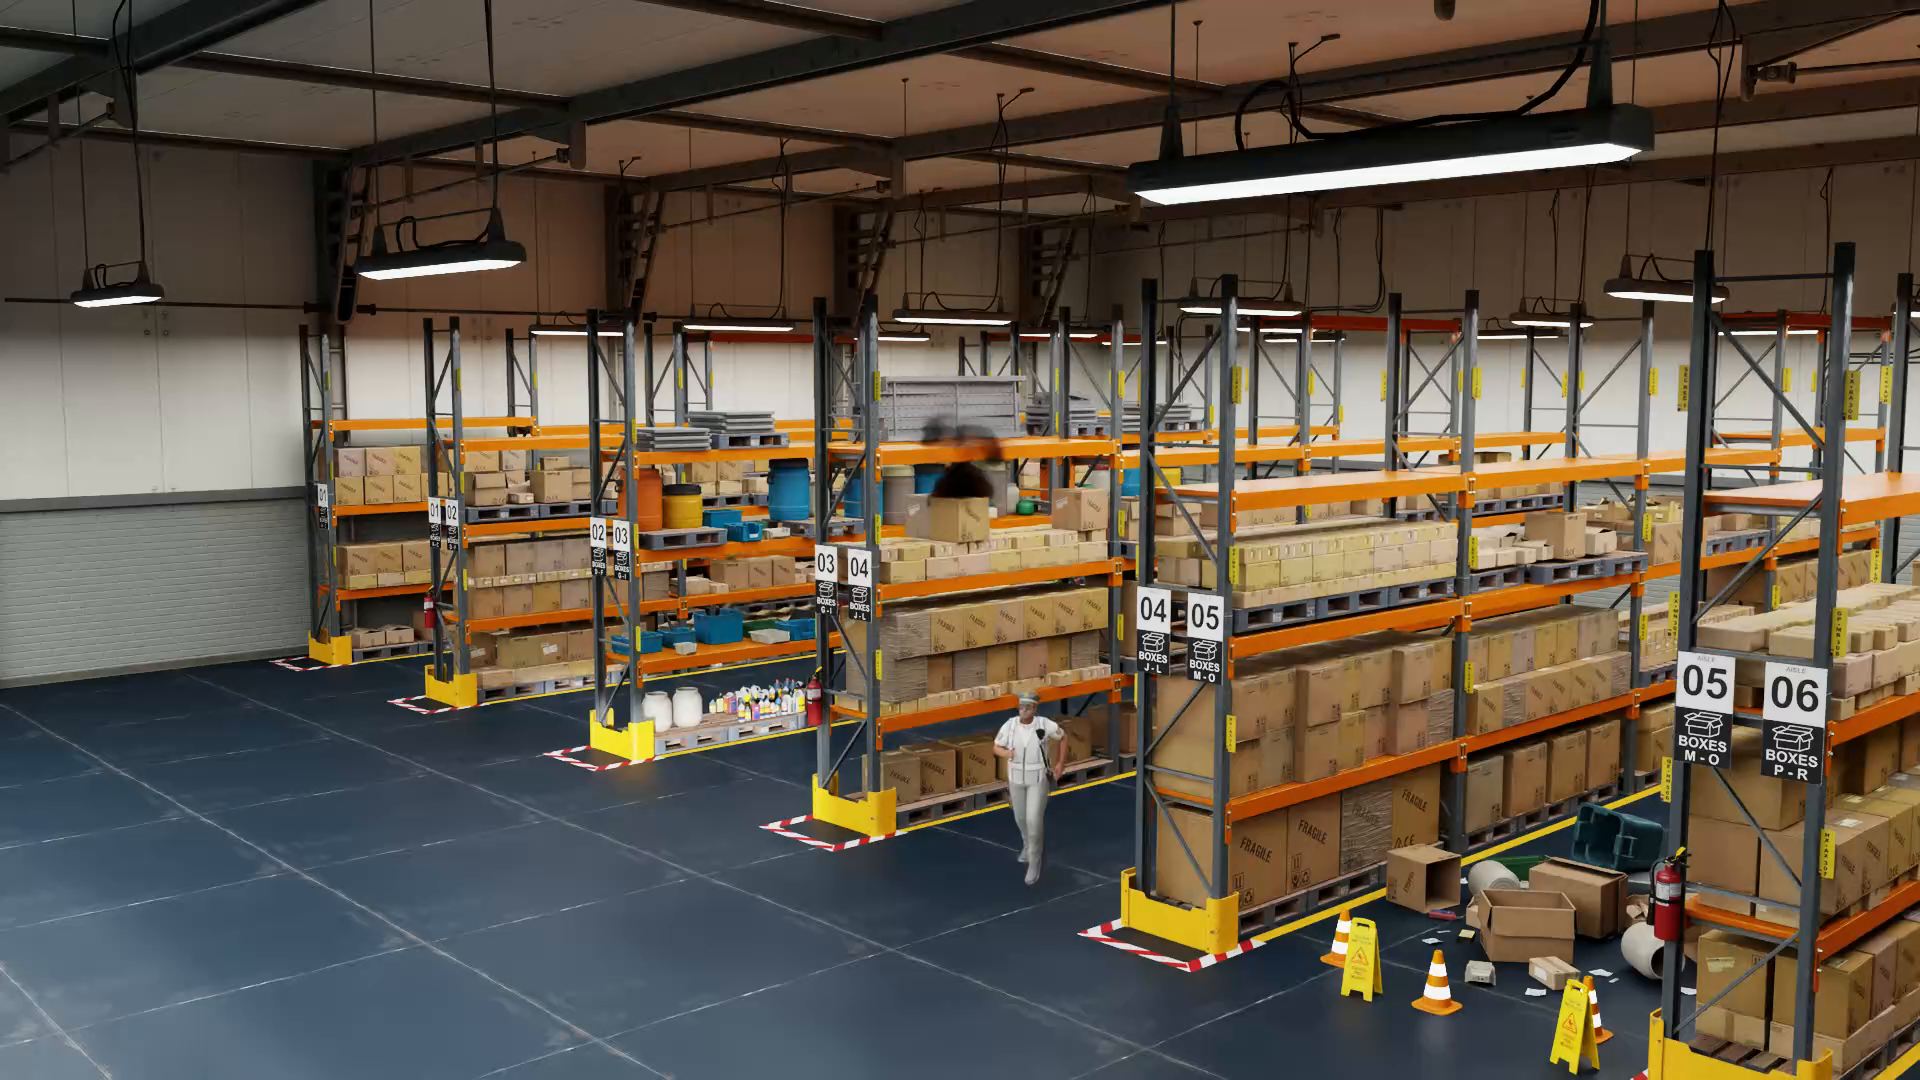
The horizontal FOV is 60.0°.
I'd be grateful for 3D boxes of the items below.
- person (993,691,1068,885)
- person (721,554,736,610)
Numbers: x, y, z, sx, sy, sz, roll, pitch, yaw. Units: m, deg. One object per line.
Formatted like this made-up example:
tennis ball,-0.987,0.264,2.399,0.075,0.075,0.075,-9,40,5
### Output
person,0.675,2.388,16.389,0.678,1.857,0.811,2,6,20
person,-4.488,1.049,32.412,0.607,1.651,0.941,5,8,42
